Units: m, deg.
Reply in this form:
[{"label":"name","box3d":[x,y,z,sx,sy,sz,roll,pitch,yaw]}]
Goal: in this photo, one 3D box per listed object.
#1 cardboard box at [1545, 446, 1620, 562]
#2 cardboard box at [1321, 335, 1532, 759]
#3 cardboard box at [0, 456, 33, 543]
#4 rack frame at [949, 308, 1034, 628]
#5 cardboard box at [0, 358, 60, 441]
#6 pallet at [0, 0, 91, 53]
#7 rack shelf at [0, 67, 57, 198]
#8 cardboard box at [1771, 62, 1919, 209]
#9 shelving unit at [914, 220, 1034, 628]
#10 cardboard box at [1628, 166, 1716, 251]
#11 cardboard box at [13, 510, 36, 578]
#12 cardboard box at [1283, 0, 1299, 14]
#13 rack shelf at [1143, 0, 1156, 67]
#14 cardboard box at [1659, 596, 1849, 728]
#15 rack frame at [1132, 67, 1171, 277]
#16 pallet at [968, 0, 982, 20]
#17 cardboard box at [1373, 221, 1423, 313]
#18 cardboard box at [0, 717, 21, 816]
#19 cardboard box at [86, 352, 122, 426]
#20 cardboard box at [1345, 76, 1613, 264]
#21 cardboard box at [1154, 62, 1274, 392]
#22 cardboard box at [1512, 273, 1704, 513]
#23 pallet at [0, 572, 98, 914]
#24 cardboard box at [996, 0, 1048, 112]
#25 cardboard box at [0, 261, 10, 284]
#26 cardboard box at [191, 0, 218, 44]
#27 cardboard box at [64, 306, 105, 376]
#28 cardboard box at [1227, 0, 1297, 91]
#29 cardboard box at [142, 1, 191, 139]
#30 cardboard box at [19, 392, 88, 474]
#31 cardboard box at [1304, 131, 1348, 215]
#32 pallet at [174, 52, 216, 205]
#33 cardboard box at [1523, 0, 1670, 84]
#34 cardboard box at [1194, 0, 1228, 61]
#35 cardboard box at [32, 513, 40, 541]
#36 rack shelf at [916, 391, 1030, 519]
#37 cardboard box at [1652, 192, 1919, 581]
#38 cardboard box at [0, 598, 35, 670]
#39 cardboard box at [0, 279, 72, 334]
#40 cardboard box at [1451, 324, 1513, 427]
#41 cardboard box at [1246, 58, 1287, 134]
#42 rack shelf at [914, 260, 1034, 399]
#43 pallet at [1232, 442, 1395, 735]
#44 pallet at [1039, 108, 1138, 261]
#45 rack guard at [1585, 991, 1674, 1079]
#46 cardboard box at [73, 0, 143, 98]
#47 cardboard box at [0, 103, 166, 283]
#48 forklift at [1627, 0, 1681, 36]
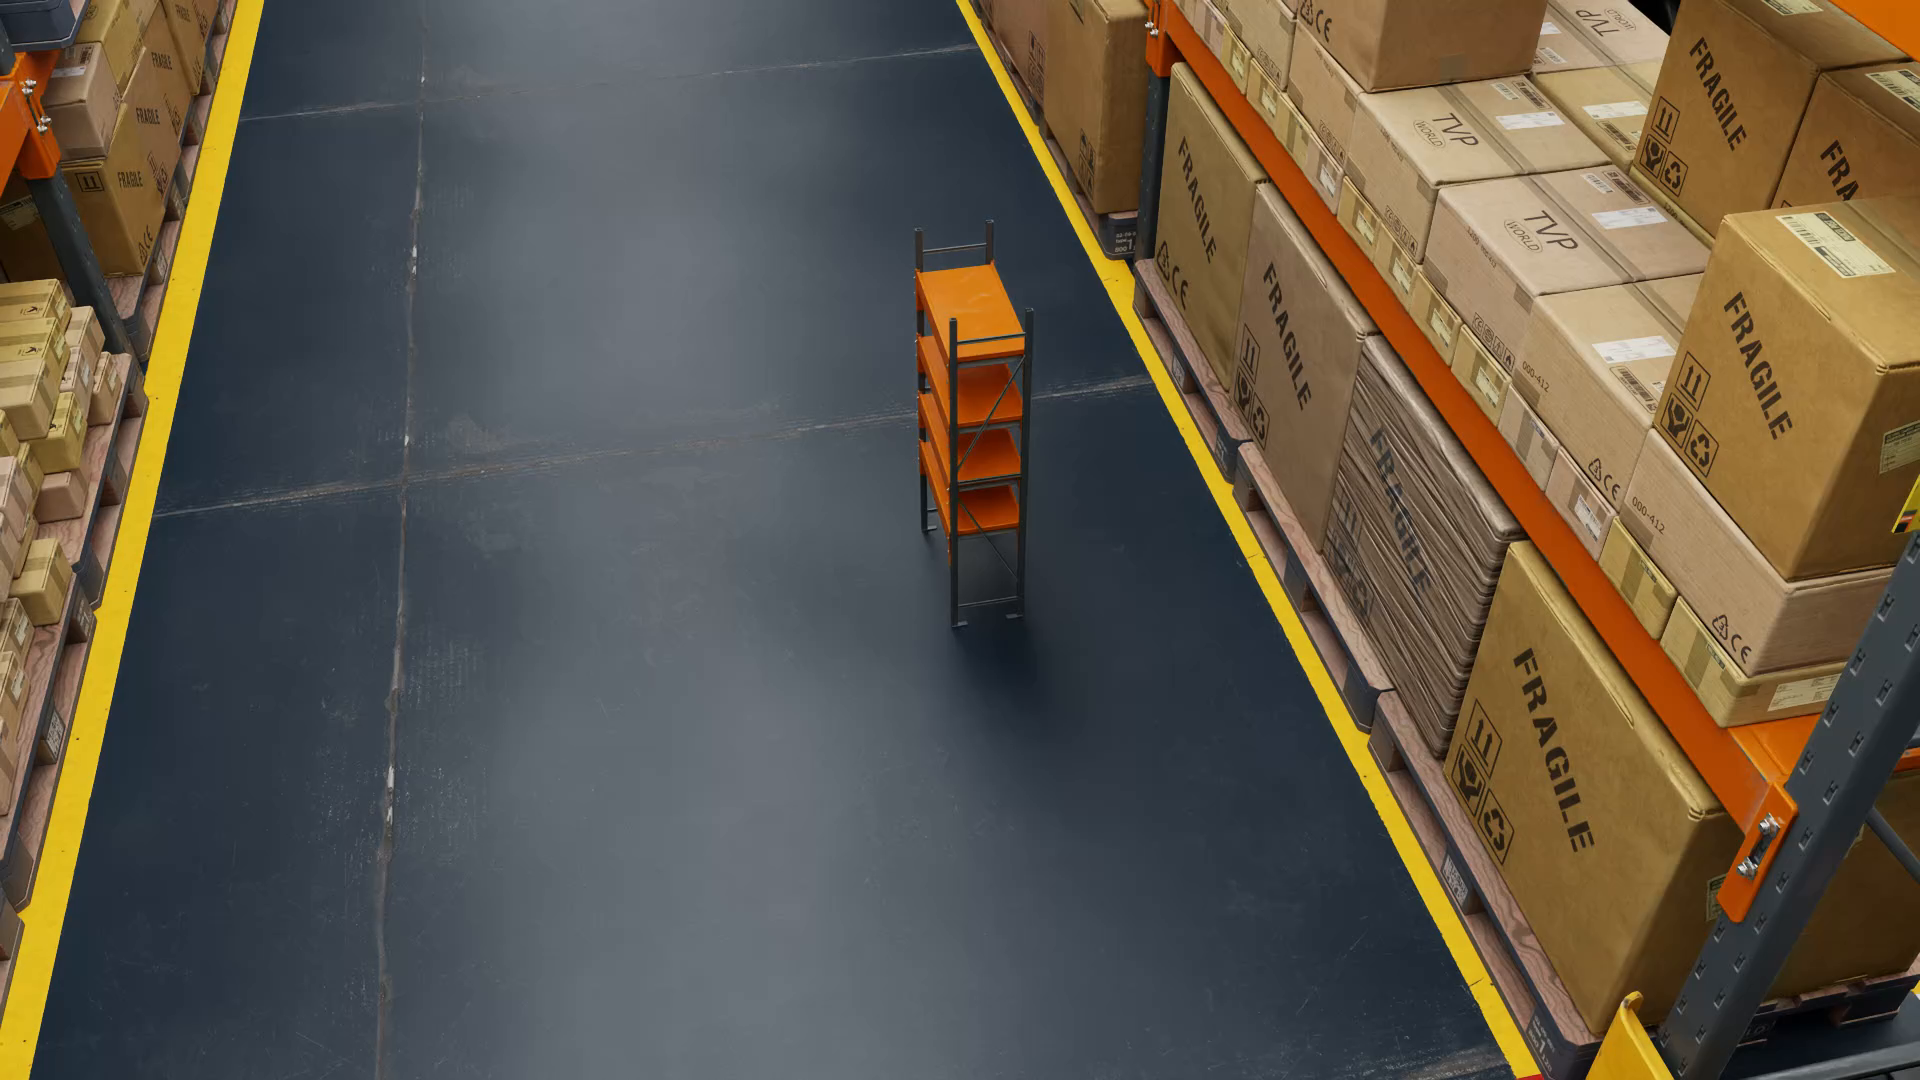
[{"label":"cardboard box","box3d":[1.583,-0.108,3.802,0.380,0.149,0.250,-8,42,-9]},{"label":"cardboard box","box3d":[1.680,-0.042,4.822,0.875,0.875,0.875,-8,42,-9]},{"label":"cardboard box","box3d":[-3.021,-0.092,4.977,0.380,0.149,0.250,-10,43,-11]},{"label":"rack frame","box3d":[0.088,-0.183,5.053,0.240,1.200,0.015,-8,42,-9]},{"label":"cardboard box","box3d":[-3.150,-0.434,5.362,0.380,0.149,0.250,-9,42,-10]},{"label":"pallet","box3d":[-3.658,-2.079,5.977,1.003,0.211,1.213,-8,42,-9]},{"label":"rack shelf","box3d":[-3.204,-0.069,4.110,1.077,0.370,4.000,-8,42,-9]},{"label":"cardboard box","box3d":[2.145,-0.696,3.599,0.500,0.500,0.500,-9,42,-10]},{"label":"shelving unit","box3d":[0.036,-0.341,5.231,0.258,1.200,0.503,-8,42,-9]},{"label":"cardboard box","box3d":[2.029,-0.754,4.229,0.500,0.250,0.500,-10,43,-11]},{"label":"cardboard box","box3d":[-3.079,0.006,5.091,0.380,0.149,0.250,-7,42,-8]},{"label":"cardboard box","box3d":[1.182,-1.948,5.009,0.500,0.500,0.500,-8,42,-9]},{"label":"rack shelf","box3d":[0.798,-3.307,7.758,1.077,0.370,4.000,-8,42,-9]},{"label":"cardboard box","box3d":[1.694,0.224,3.428,0.380,0.149,0.250,-8,42,-8]},{"label":"rack frame","box3d":[1.229,-2.279,6.058,1.000,3.000,0.127,-8,42,-9]},{"label":"pallet","box3d":[0.463,-3.308,9.317,1.003,0.211,1.213,-8,42,-9]},{"label":"cardboard box","box3d":[1.365,-0.767,4.544,0.380,0.149,0.250,-8,42,-8]},{"label":"cardboard box","box3d":[-2.834,0.657,4.581,0.380,0.149,0.250,-10,43,-11]},{"label":"cardboard box","box3d":[-3.218,-0.520,5.907,0.380,0.149,0.250,-8,42,-9]},{"label":"cardboard box","box3d":[1.394,-1.014,4.521,0.500,0.250,0.500,-8,42,-9]},{"label":"cardboard box","box3d":[1.294,-1.203,6.129,0.875,0.875,0.875,-8,42,-9]},{"label":"cardboard box","box3d":[1.620,-0.347,3.770,0.500,0.250,0.500,-9,42,-10]},{"label":"pallet","box3d":[-3.189,0.631,4.880,1.003,0.211,1.213,-8,42,-9]},{"label":"cardboard box","box3d":[0.878,-2.633,7.741,1.225,0.875,0.875,-10,43,-11]},{"label":"cardboard box","box3d":[-4.041,-1.300,6.522,0.500,0.500,0.500,-9,42,-10]},{"label":"cardboard box","box3d":[-3.993,-2.723,8.125,0.500,0.500,0.500,-7,42,-8]},{"label":"cardboard box","box3d":[-3.257,-0.678,5.861,0.380,0.149,0.250,-8,42,-8]},{"label":"cardboard box","box3d":[1.178,-1.669,5.260,0.500,0.250,0.500,-9,42,-9]},{"label":"cardboard box","box3d":[-3.778,-2.054,7.371,0.500,0.500,0.500,-8,42,-9]},{"label":"cardboard box","box3d":[-3.111,-0.333,5.473,0.380,0.149,0.250,-10,43,-11]},{"label":"cardboard box","box3d":[1.249,-1.106,4.926,0.380,0.149,0.250,-8,42,-9]},{"label":"pallet","box3d":[-4.072,-1.888,7.718,1.003,0.211,1.213,-8,42,-9]},{"label":"cardboard box","box3d":[1.805,-1.420,4.979,0.500,0.250,0.500,-8,42,-8]},{"label":"cardboard box","box3d":[1.025,-1.776,5.680,0.380,0.149,0.250,-10,43,-11]},{"label":"cardboard box","box3d":[-3.185,0.011,5.309,0.380,0.149,0.250,-9,42,-10]},{"label":"rack shelf","box3d":[0.036,-0.291,5.275,0.258,0.148,0.480,-8,42,-9]},{"label":"cardboard box","box3d":[1.731,-0.300,3.153,0.500,0.500,0.500,-8,42,-9]},{"label":"cardboard box","box3d":[-3.004,0.330,4.950,0.380,0.149,0.250,-8,42,-8]},{"label":"cardboard box","box3d":[-3.304,-0.754,5.723,0.380,0.149,0.250,-7,42,-8]},{"label":"cardboard box","box3d":[1.473,-0.438,4.173,0.380,0.149,0.250,-9,42,-10]},{"label":"cardboard box","box3d":[1.141,-1.435,5.296,0.380,0.149,0.250,-9,42,-10]},{"label":"rack shelf","box3d":[0.036,-0.635,4.970,0.258,0.148,0.480,-8,42,-9]},{"label":"pallet","box3d":[1.584,0.060,5.523,1.003,0.211,1.213,-8,42,-9]},{"label":"pallet","box3d":[0.989,-1.726,7.535,1.003,0.211,1.213,-8,42,-9]},{"label":"rack guard","box3d":[2.098,1.264,3.950,1.175,0.500,0.348,-8,42,-9]},{"label":"cardboard box","box3d":[-3.654,-1.999,6.744,0.500,0.250,0.500,-7,42,-8]},{"label":"cardboard box","box3d":[-3.536,-1.373,6.604,0.500,0.500,0.500,-7,42,-8]},{"label":"forklift","box3d":[2.977,-2.166,5.982,1.130,2.935,3.031,8,42,8]}]
